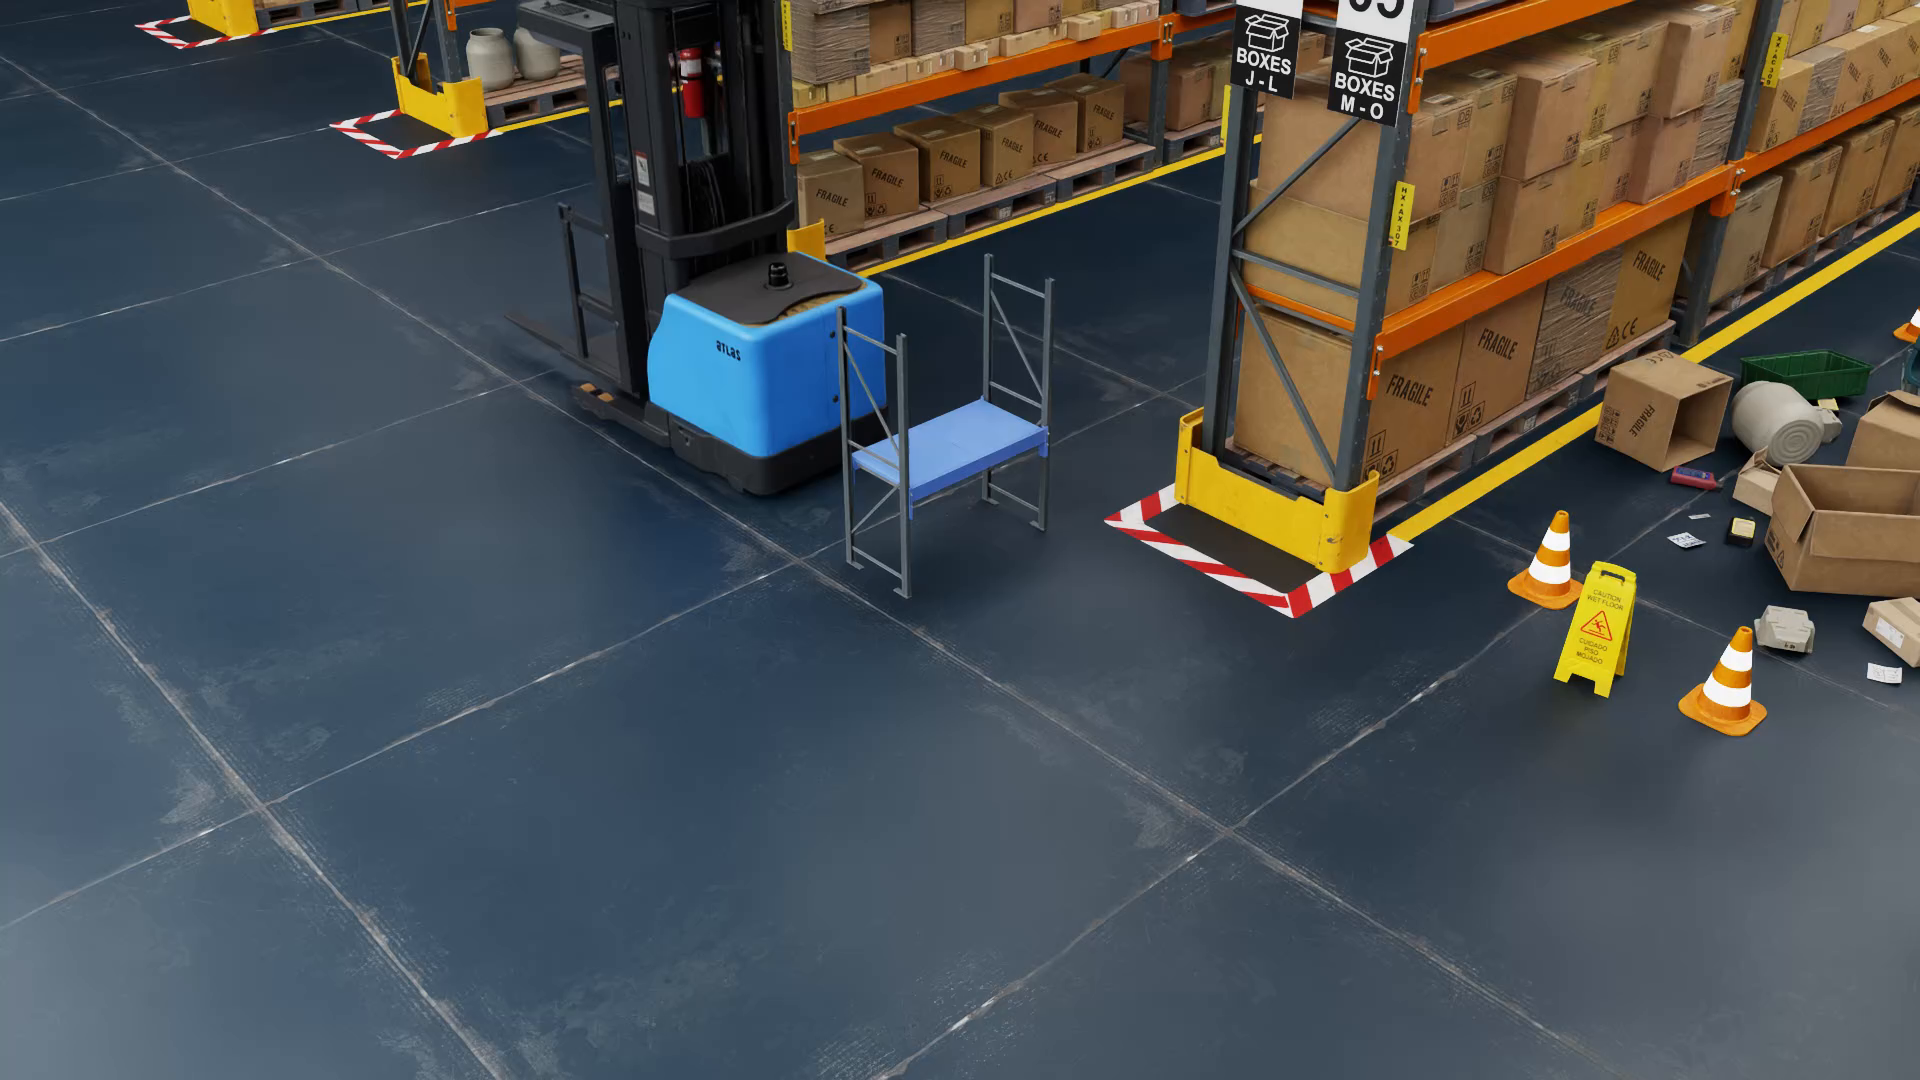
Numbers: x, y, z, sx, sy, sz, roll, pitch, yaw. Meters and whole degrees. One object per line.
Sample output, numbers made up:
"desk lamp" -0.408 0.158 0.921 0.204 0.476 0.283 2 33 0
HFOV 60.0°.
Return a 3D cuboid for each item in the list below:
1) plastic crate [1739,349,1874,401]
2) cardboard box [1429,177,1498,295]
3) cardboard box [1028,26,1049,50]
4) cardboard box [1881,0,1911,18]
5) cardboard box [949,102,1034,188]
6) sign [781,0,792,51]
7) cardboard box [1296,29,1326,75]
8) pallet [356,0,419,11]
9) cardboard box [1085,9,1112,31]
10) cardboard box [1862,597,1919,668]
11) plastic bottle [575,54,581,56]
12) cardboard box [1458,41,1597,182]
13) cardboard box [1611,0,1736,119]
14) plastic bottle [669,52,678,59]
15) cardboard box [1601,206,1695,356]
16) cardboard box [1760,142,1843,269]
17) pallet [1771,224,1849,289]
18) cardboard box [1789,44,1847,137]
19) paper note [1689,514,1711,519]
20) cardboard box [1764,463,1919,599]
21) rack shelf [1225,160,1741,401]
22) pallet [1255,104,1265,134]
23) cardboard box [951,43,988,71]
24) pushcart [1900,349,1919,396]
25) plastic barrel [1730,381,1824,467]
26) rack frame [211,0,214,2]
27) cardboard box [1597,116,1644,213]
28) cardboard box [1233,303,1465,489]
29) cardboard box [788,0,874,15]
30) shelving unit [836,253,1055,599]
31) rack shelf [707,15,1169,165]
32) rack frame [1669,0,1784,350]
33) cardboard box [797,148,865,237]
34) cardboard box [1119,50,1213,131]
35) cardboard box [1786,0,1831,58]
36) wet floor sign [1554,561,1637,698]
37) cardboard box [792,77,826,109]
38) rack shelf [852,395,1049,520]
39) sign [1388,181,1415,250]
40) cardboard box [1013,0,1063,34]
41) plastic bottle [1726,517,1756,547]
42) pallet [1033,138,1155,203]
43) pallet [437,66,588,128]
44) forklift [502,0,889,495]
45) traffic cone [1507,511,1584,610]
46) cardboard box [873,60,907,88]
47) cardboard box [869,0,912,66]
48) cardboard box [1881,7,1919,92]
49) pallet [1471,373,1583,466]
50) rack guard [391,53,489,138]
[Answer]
"plastic crate" 5.454 -1.057 10.743 0.662 0.188 0.450 -7 22 -11
"cardboard box" 2.387 -1.792 9.162 0.550 0.550 0.875 -26 40 -35
"cardboard box" 0.484 -4.008 13.170 0.250 0.149 0.380 -26 40 -35
"cardboard box" 6.543 -4.165 12.131 0.500 0.500 0.700 -27 40 -36
"cardboard box" 0.255 -3.258 13.696 0.500 0.500 0.500 25 39 35
"sign" -1.172 -3.471 11.221 0.005 0.325 0.100 -26 40 -35
"cardboard box" 3.039 -4.617 15.900 0.500 0.500 0.700 -22 38 -32
"pallet" -6.847 -6.628 19.887 1.213 0.211 1.003 -26 40 -35
"cardboard box" 1.021 -4.281 13.617 0.250 0.149 0.380 -26 40 -35
"cardboard box" 4.784 0.461 8.354 0.250 0.149 0.380 -7 32 -11
"plastic bottle" -3.860 -5.017 16.840 0.097 0.201 0.097 0 31 0
"cardboard box" 2.899 -2.394 9.112 0.550 0.550 0.875 -26 40 -35
"cardboard box" 4.072 -2.962 10.040 0.550 0.550 0.875 -26 40 -35
"plastic bottle" -2.894 -4.980 16.713 0.097 0.271 0.097 0 31 0
"cardboard box" 4.182 -1.871 11.069 0.875 0.875 0.875 -25 39 -35
"cardboard box" 5.795 -2.609 12.396 0.750 0.750 1.050 -26 40 -35
"pallet" 6.100 -2.343 12.879 1.213 0.211 1.003 -26 40 -35
"cardboard box" 5.629 -3.100 11.349 0.500 0.500 0.500 -25 40 -35
"paper note" 4.209 -0.134 9.459 0.123 0.001 0.032 -7 32 -11
"cardboard box" 4.764 -0.045 8.841 0.797 0.503 0.637 4 32 6
"rack shelf" 3.224 -1.778 9.973 4.000 0.370 1.077 -26 40 -35
"pallet" 2.857 -4.250 15.998 1.213 0.211 1.003 -26 40 -35
"cardboard box" -0.004 -3.707 12.678 0.250 0.149 0.380 -26 40 -35
"pushcart" 6.543 -0.673 9.988 1.648 0.377 0.936 15 34 23
"plastic barrel" 4.902 -0.706 10.000 0.421 0.421 0.512 -1 31 -2
"rack frame" -8.274 -7.100 17.986 0.127 3.000 1.000 -26 40 -35
"cardboard box" 3.564 -2.373 10.112 0.550 0.550 0.875 -26 40 -35
"cardboard box" 2.210 -0.914 9.504 0.875 0.875 0.875 -26 40 -35
"cardboard box" -0.952 -3.996 11.570 0.500 0.500 0.500 -26 40 -35
"shelving unit" -0.063 -0.610 8.809 1.048 1.500 0.538 -26 40 -35
"rack shelf" -0.074 -3.712 13.134 4.000 0.370 1.077 -26 40 -35
"rack frame" 4.691 -2.795 10.945 0.127 3.000 1.000 -26 40 -35
"cardboard box" -1.072 -2.637 12.681 0.500 0.500 0.500 -18 36 -27
"cardboard box" 1.857 -4.059 14.987 0.700 0.500 0.500 26 40 35
"cardboard box" 5.426 -3.626 11.250 0.500 0.500 0.700 -27 40 -36
"wet floor sign" 3.082 0.396 7.984 0.267 0.644 0.232 22 37 31
"cardboard box" -1.170 -3.212 11.868 0.250 0.149 0.380 -26 40 -35
"rack shelf" -0.063 -0.456 8.903 1.000 0.185 0.538 -26 40 -35
"sign" 2.130 -1.565 8.028 0.005 0.325 0.100 -26 40 -35
"cardboard box" 0.331 -4.382 13.160 0.500 0.500 0.875 -26 40 -35
"plastic bottle" 4.368 -0.061 9.291 0.133 0.061 0.283 15 34 23
"pallet" 0.924 -3.287 14.422 1.213 0.211 1.003 -26 40 -35
"pallet" -4.285 -4.345 16.154 1.213 0.211 1.003 -26 40 -35
"forklift" -1.825 -2.177 10.000 1.130 2.935 3.031 -27 41 -37
"traffic cone" 3.112 0.061 8.706 0.334 0.463 0.336 -26 40 -35
"cardboard box" -0.611 -3.473 12.295 0.250 0.149 0.380 -26 40 -35
"cardboard box" -0.834 -3.887 12.350 0.500 0.500 0.875 -26 40 -35
"cardboard box" 6.743 -3.640 12.232 0.500 0.500 0.500 -27 40 -36
"pallet" 3.185 -0.930 10.569 1.213 0.211 1.003 -26 40 -35
"rack guard" -4.885 -4.182 15.611 0.348 0.500 1.175 -26 40 -35
